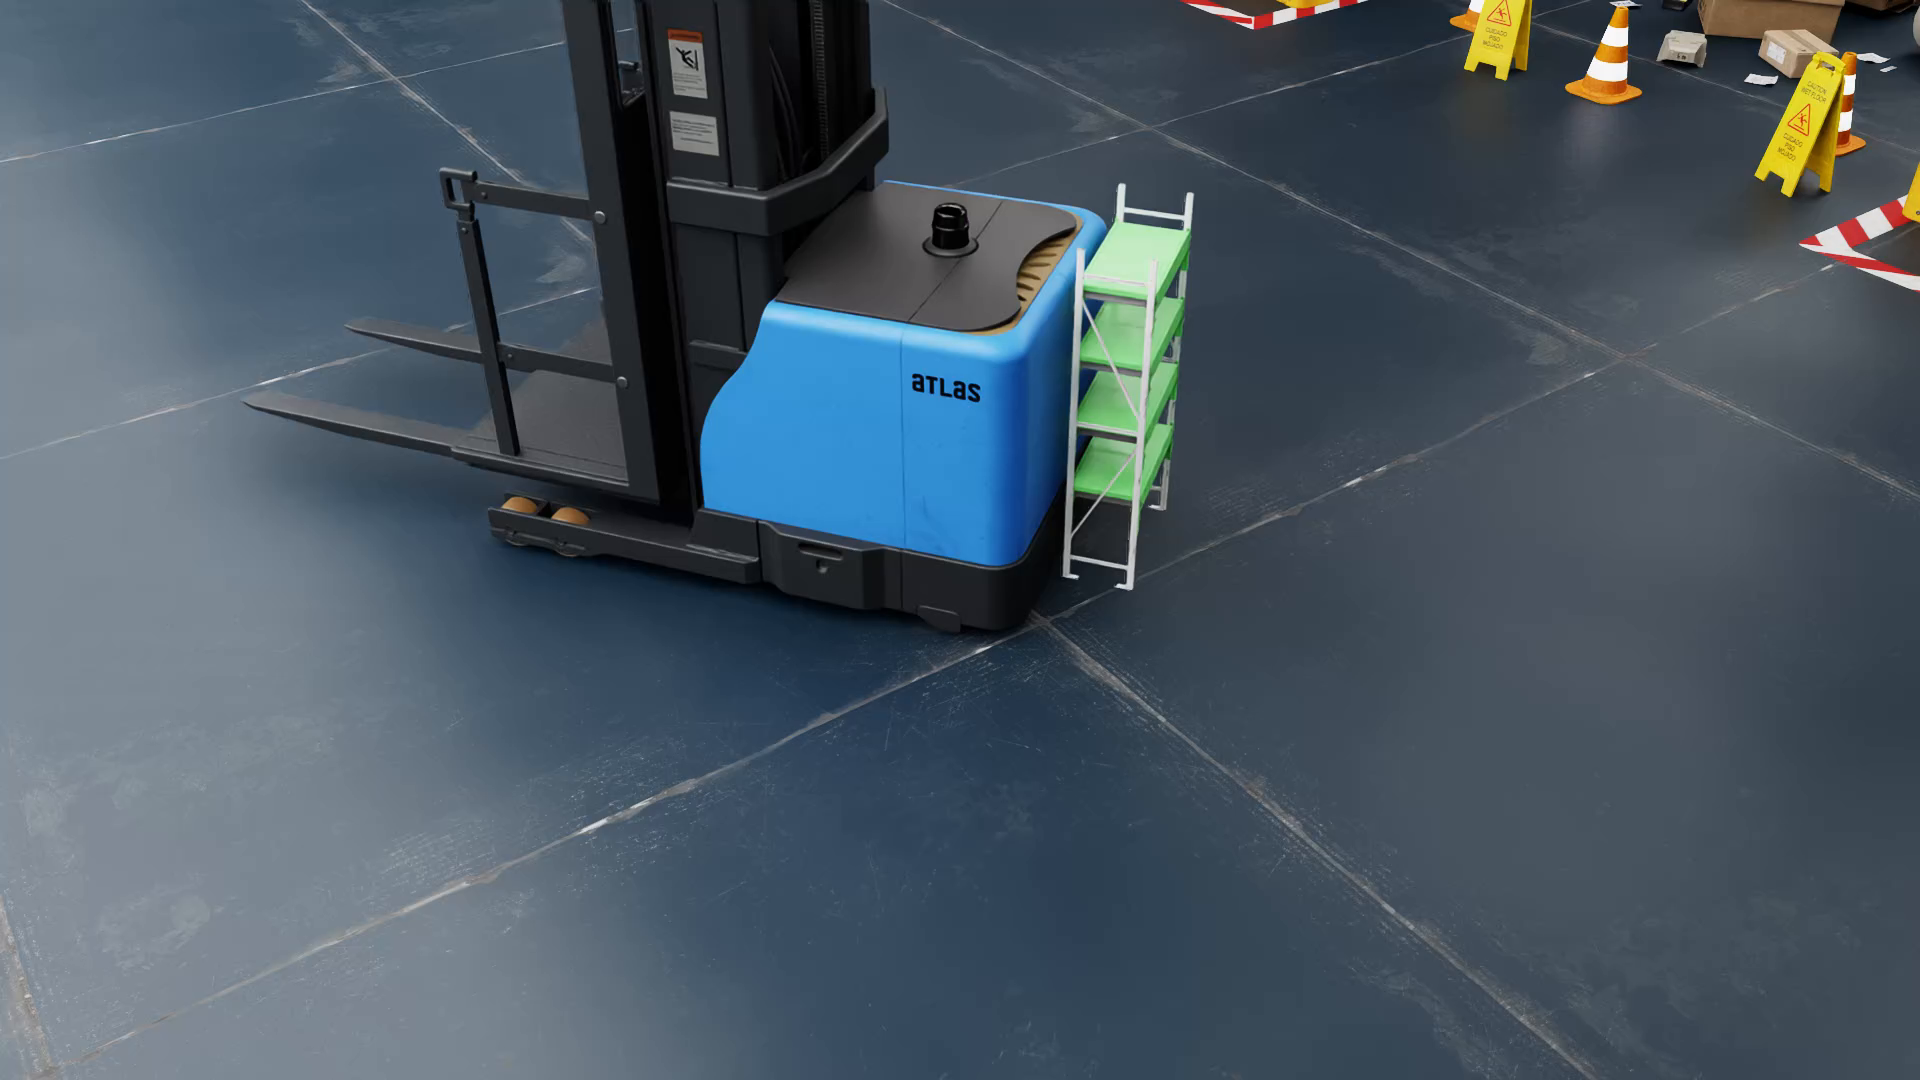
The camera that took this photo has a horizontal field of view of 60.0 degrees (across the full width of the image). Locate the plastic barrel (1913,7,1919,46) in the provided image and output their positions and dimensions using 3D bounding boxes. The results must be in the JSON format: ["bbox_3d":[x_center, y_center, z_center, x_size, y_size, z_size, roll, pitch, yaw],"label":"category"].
[{"bbox_3d":[5.684,-2.895,9.412,0.421,0.421,0.512,3,36,4],"label":"plastic barrel"}]

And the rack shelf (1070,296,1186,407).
[{"bbox_3d":[0.538,-0.623,5.287,0.258,0.148,0.480,11,37,15],"label":"rack shelf"}]

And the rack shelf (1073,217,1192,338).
[{"bbox_3d":[0.538,-0.818,5.147,0.258,0.148,0.480,11,37,15],"label":"rack shelf"}]

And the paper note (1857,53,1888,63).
[{"bbox_3d":[5.274,-2.795,9.620,0.142,0.019,0.148,-9,37,-12],"label":"paper note"}]

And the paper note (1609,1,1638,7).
[{"bbox_3d":[4.159,-3.349,10.381,0.142,0.017,0.144,-9,37,-12],"label":"paper note"}]

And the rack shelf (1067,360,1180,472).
[{"bbox_3d":[0.538,-0.428,5.428,0.258,0.148,0.480,11,37,15],"label":"rack shelf"}]

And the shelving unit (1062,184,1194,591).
[{"bbox_3d":[0.538,-0.480,5.390,0.258,1.200,0.503,11,37,15],"label":"shelving unit"}]

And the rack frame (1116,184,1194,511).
[{"bbox_3d":[0.616,-0.615,5.578,0.240,1.200,0.015,11,37,15],"label":"rack frame"}]

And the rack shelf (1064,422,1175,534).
[{"bbox_3d":[0.538,-0.234,5.568,0.258,0.148,0.480,11,37,15],"label":"rack shelf"}]

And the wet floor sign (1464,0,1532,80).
[{"bbox_3d":[3.050,-2.941,9.287,0.267,0.644,0.232,30,45,35],"label":"wet floor sign"}]

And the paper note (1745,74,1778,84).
[{"bbox_3d":[4.493,-2.586,9.319,0.148,0.019,0.142,22,41,28],"label":"paper note"}]

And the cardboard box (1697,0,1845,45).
[{"bbox_3d":[4.845,-3.309,9.920,0.797,0.503,0.637,9,37,12],"label":"cardboard box"}]

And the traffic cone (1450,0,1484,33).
[{"bbox_3d":[3.185,-3.323,9.974,0.334,0.463,0.336,-22,41,-28],"label":"traffic cone"}]

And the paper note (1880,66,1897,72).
[{"bbox_3d":[5.289,-2.683,9.472,0.123,0.001,0.032,-22,41,-28],"label":"paper note"}]

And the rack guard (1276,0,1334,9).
[{"bbox_3d":[1.914,-3.829,10.645,0.348,0.500,1.175,-22,41,-28],"label":"rack guard"}]

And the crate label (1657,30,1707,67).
[{"bbox_3d":[4.165,-2.831,9.569,0.250,0.136,0.298,15,38,20],"label":"crate label"}]

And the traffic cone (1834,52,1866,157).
[{"bbox_3d":[4.476,-2.254,8.487,0.334,0.463,0.336,-22,41,-28],"label":"traffic cone"}]

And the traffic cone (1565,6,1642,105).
[{"bbox_3d":[3.558,-2.669,9.065,0.334,0.463,0.336,-22,41,-28],"label":"traffic cone"}]

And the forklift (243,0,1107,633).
[{"bbox_3d":[-1.083,-1.410,5.200,3.031,2.935,1.130,11,37,15],"label":"forklift"}]

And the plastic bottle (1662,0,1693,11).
[{"bbox_3d":[4.505,-3.387,10.407,0.133,0.061,0.283,22,41,28],"label":"plastic bottle"}]

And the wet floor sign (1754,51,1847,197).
[{"bbox_3d":[4.096,-2.014,7.998,0.232,0.644,0.267,-9,37,-12],"label":"wet floor sign"}]

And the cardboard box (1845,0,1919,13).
[{"bbox_3d":[5.604,-3.682,10.323,0.503,0.637,0.797,-22,41,-28],"label":"cardboard box"}]

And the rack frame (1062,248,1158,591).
[{"bbox_3d":[0.460,-0.345,5.203,0.240,1.200,0.015,11,37,15],"label":"rack frame"}]

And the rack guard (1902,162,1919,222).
[{"bbox_3d":[4.930,-1.534,7.455,0.348,0.500,1.175,-22,41,-28],"label":"rack guard"}]

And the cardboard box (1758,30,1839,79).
[{"bbox_3d":[4.775,-2.771,9.475,0.250,0.149,0.380,-3,36,-4],"label":"cardboard box"}]
